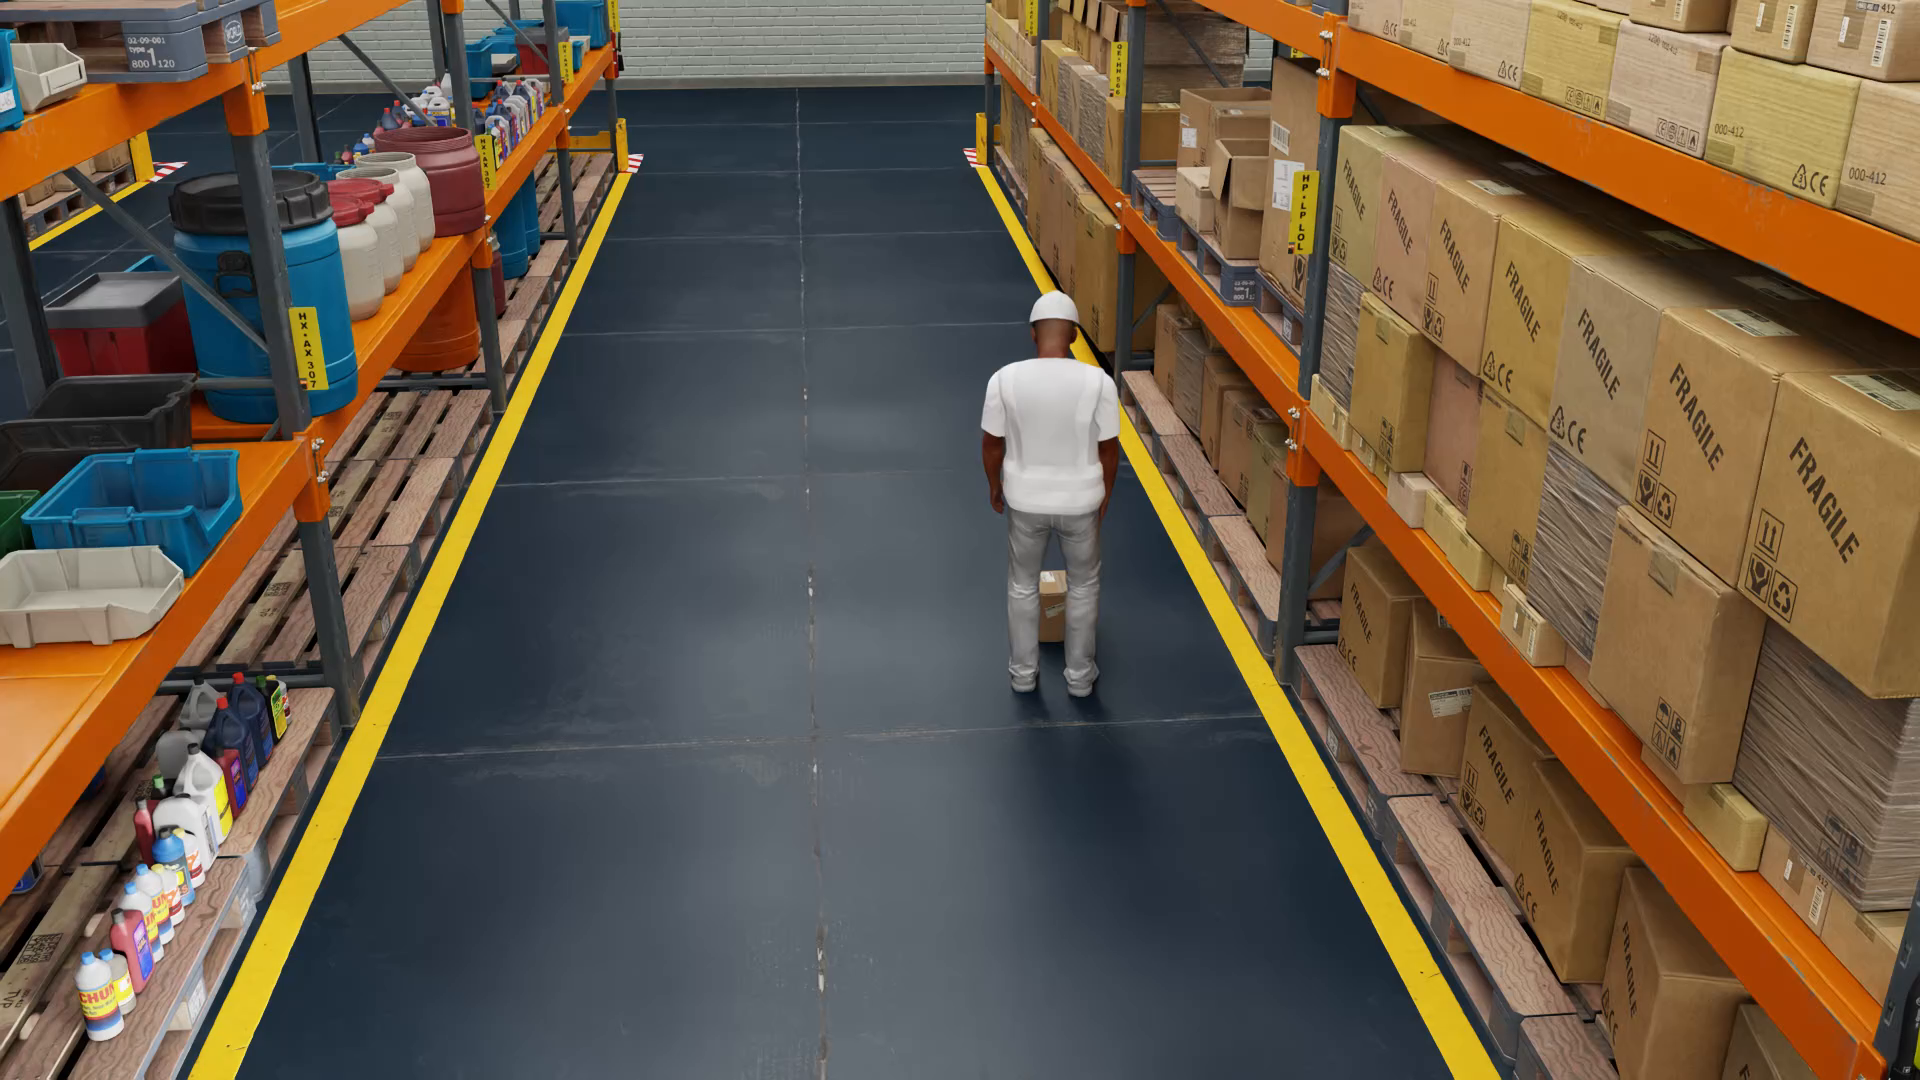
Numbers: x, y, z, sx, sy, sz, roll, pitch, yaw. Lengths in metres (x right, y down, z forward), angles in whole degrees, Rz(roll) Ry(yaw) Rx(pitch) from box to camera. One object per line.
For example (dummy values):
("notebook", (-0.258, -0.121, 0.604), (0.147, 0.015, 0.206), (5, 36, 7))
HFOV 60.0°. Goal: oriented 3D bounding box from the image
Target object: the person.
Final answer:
("person", (0.380, -0.183, 7.019), (0.578, 1.744, 0.396), (4, 24, 8))
